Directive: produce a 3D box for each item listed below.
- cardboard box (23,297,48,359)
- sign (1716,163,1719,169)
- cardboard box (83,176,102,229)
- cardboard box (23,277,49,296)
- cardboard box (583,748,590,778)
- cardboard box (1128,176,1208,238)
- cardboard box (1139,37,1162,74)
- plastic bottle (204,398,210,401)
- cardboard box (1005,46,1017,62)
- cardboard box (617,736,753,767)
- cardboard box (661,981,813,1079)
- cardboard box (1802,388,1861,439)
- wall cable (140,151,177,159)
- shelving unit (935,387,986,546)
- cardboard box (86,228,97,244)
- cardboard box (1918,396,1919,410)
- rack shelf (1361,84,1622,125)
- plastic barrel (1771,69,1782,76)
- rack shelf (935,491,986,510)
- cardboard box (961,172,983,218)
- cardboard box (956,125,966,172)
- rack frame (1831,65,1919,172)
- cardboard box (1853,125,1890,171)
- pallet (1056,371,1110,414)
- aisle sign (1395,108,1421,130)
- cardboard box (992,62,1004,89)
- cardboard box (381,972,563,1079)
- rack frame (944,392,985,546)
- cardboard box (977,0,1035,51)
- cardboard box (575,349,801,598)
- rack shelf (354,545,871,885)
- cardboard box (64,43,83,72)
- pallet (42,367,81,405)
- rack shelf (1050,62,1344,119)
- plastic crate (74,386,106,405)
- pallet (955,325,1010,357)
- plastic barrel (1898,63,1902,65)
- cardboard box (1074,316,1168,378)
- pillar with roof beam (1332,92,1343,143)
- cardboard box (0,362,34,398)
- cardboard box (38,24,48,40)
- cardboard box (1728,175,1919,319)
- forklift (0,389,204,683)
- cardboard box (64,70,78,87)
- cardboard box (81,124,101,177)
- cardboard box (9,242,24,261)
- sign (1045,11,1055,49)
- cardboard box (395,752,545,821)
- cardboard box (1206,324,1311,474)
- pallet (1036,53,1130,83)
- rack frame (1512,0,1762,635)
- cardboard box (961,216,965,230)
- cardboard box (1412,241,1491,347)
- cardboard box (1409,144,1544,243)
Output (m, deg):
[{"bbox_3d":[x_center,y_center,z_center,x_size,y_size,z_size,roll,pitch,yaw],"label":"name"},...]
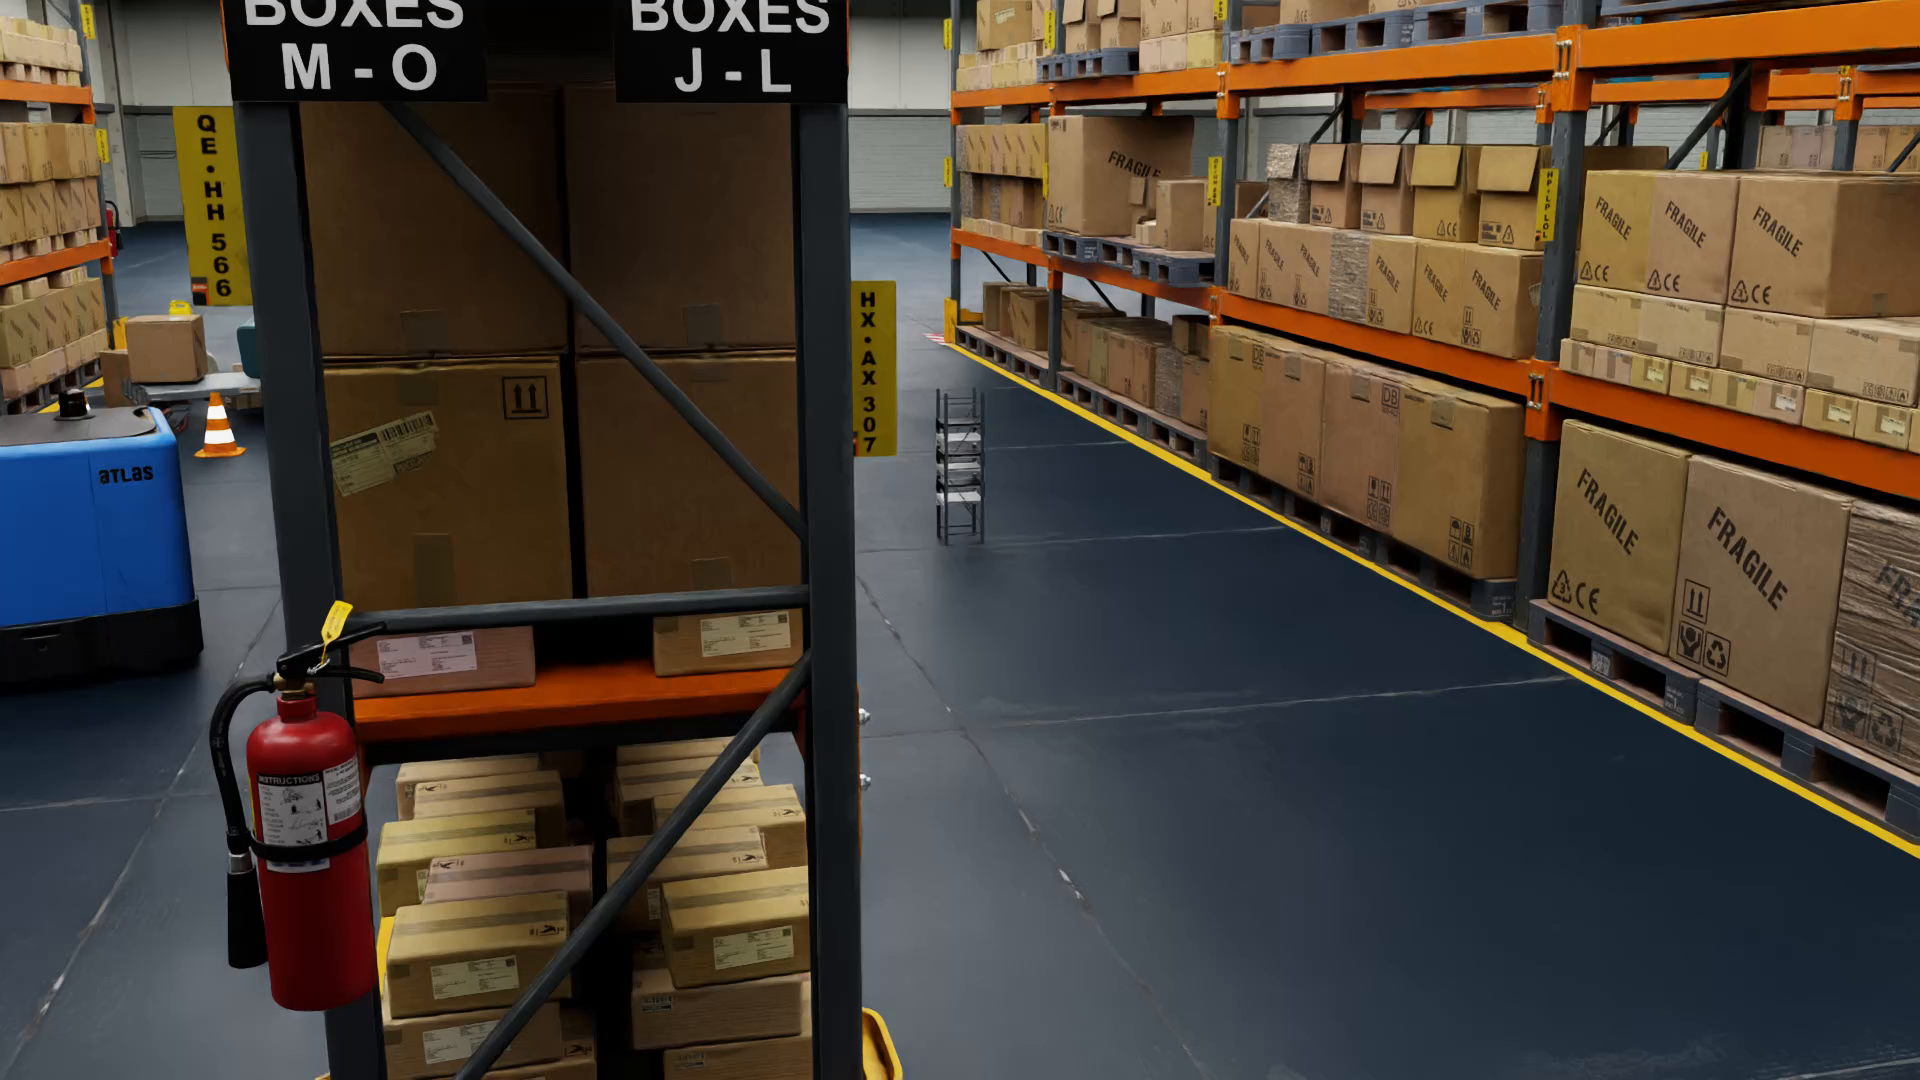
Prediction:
[{"bbox_3d":[-8.314,-1.839,14.465,0.500,0.500,0.500,-3,14,-11],"label":"cardboard box"},{"bbox_3d":[13.853,-6.886,30.600,0.001,0.109,0.331,-3,14,-13],"label":"sign"},{"bbox_3d":[-8.844,-3.339,16.436,0.500,0.500,0.500,-4,14,-14],"label":"cardboard box"},{"bbox_3d":[-8.336,-2.244,14.755,0.380,0.149,0.250,-2,14,-10],"label":"cardboard box"},{"bbox_3d":[-1.484,0.728,5.749,0.380,0.149,0.250,-4,14,-16],"label":"cardboard box"},{"bbox_3d":[1.829,-2.745,13.739,0.797,0.503,0.637,-2,14,-7],"label":"cardboard box"},{"bbox_3d":[1.677,-3.672,12.634,0.500,0.250,0.500,-3,14,-12],"label":"cardboard box"},{"bbox_3d":[-6.780,-1.308,15.151,0.133,0.061,0.283,-1,14,-3],"label":"plastic bottle"},{"bbox_3d":[0.661,-4.826,16.515,0.380,0.149,0.250,-3,14,-11],"label":"cardboard box"},{"bbox_3d":[-0.798,0.649,4.819,0.380,0.149,0.250,-3,14,-11],"label":"cardboard box"},{"bbox_3d":[-0.506,1.178,3.906,0.380,0.149,0.250,-3,14,-12],"label":"cardboard box"},{"bbox_3d":[3.325,-0.471,6.065,0.380,0.149,0.250,-4,14,-15],"label":"cardboard box"},{"bbox_3d":[-21.228,-11.847,46.001,3.097,2.526,0.112,-3,14,-13],"label":"wall cable"},{"bbox_3d":[0.002,-0.435,9.813,0.258,0.900,0.210,-3,14,-13],"label":"shelving unit"},{"bbox_3d":[-8.777,-3.007,16.444,0.380,0.149,0.250,-3,14,-14],"label":"cardboard box"},{"bbox_3d":[3.541,-0.520,5.425,0.500,0.250,0.500,-4,14,-15],"label":"cardboard box"},{"bbox_3d":[5.677,-4.730,18.164,1.077,0.370,4.000,-3,14,-13],"label":"rack shelf"},{"bbox_3d":[6.561,-3.909,13.577,0.301,0.262,0.301,0,14,0],"label":"plastic barrel"},{"bbox_3d":[0.002,-0.228,9.863,0.258,0.077,0.200,-3,14,-13],"label":"rack shelf"},{"bbox_3d":[0.496,-3.873,18.621,0.875,0.500,0.500,-3,14,-13],"label":"cardboard box"},{"bbox_3d":[0.257,-4.345,18.446,0.500,0.500,0.500,-3,14,-13],"label":"cardboard box"},{"bbox_3d":[7.086,-2.239,12.769,1.000,3.000,0.127,-3,14,-13],"label":"rack frame"},{"bbox_3d":[10.615,-4.449,18.875,0.700,0.500,0.500,-3,14,-13],"label":"cardboard box"},{"bbox_3d":[1.517,-1.351,15.013,1.003,0.211,1.213,-3,14,-13],"label":"pallet"},{"bbox_3d":[5.479,-5.380,20.151,0.394,0.787,0.004,-3,14,-13],"label":"aisle sign"},{"bbox_3d":[0.622,-4.714,16.897,0.500,0.250,0.500,-3,14,-12],"label":"cardboard box"},{"bbox_3d":[-1.096,1.067,3.736,0.380,0.149,0.250,-4,14,-15],"label":"cardboard box"},{"bbox_3d":[0.026,-0.412,9.717,0.240,0.900,0.006,-3,14,-13],"label":"rack frame"},{"bbox_3d":[0.479,-5.344,17.268,0.500,0.500,0.500,-3,14,-13],"label":"cardboard box"},{"bbox_3d":[-0.531,-0.176,3.489,0.500,0.500,0.500,-3,14,-11],"label":"cardboard box"},{"bbox_3d":[-1.164,0.024,5.023,1.077,0.370,4.000,-3,14,-13],"label":"rack shelf"},{"bbox_3d":[-8.858,-4.681,16.137,0.500,0.250,0.500,-3,14,-14],"label":"cardboard box"},{"bbox_3d":[-8.782,-1.413,15.267,1.003,0.211,1.213,-3,14,-13],"label":"pallet"},{"bbox_3d":[1.802,-3.532,13.257,1.077,0.370,4.000,-3,14,-13],"label":"rack shelf"},{"bbox_3d":[-7.872,-1.322,15.172,0.402,0.080,0.583,-9,16,-33],"label":"plastic crate"},{"bbox_3d":[0.567,-2.247,18.678,1.003,0.211,1.213,-3,14,-13],"label":"pallet"},{"bbox_3d":[7.311,-3.839,12.763,0.421,0.512,0.421,0,14,0],"label":"plastic barrel"},{"bbox_3d":[1.456,-1.742,15.076,0.700,0.500,0.500,-4,14,-18],"label":"cardboard box"},{"bbox_3d":[6.022,-12.734,43.088,9.100,9.000,0.400,-3,14,-13],"label":"pillar with roof beam"},{"bbox_3d":[-8.176,-1.352,14.051,0.500,0.250,0.500,-4,14,-16],"label":"cardboard box"},{"bbox_3d":[-8.763,-4.736,15.519,0.380,0.149,0.250,-3,14,-13],"label":"cardboard box"},{"bbox_3d":[3.310,-1.117,6.288,0.500,0.500,0.500,-4,14,-15],"label":"cardboard box"},{"bbox_3d":[-4.986,-0.773,6.917,3.031,2.935,1.130,-7,16,-28],"label":"forklift"},{"bbox_3d":[-8.794,-4.468,16.106,0.380,0.149,0.250,-3,14,-13],"label":"cardboard box"},{"bbox_3d":[-8.908,-3.829,16.334,0.700,0.500,0.500,-4,14,-15],"label":"cardboard box"},{"bbox_3d":[-8.289,-2.475,14.268,0.380,0.149,0.250,-3,14,-11],"label":"cardboard box"},{"bbox_3d":[0.807,-4.562,14.868,0.100,0.325,0.005,-3,14,-13],"label":"sign"},{"bbox_3d":[-1.369,0.684,4.675,0.380,0.149,0.250,-3,14,-11],"label":"cardboard box"},{"bbox_3d":[2.414,-0.974,11.185,1.225,0.875,0.875,-4,14,-16],"label":"cardboard box"},{"bbox_3d":[1.374,-4.103,14.476,1.213,0.211,1.003,-3,14,-13],"label":"pallet"},{"bbox_3d":[3.211,-1.040,7.862,1.000,3.000,0.127,-3,14,-13],"label":"rack frame"},{"bbox_3d":[0.228,-3.607,18.900,0.380,0.149,0.250,-3,14,-13],"label":"cardboard box"},{"bbox_3d":[2.727,-1.295,8.699,0.500,0.500,0.500,-3,14,-11],"label":"cardboard box"},{"bbox_3d":[2.903,-1.881,8.983,0.797,0.503,0.637,-3,14,-13],"label":"cardboard box"}]
